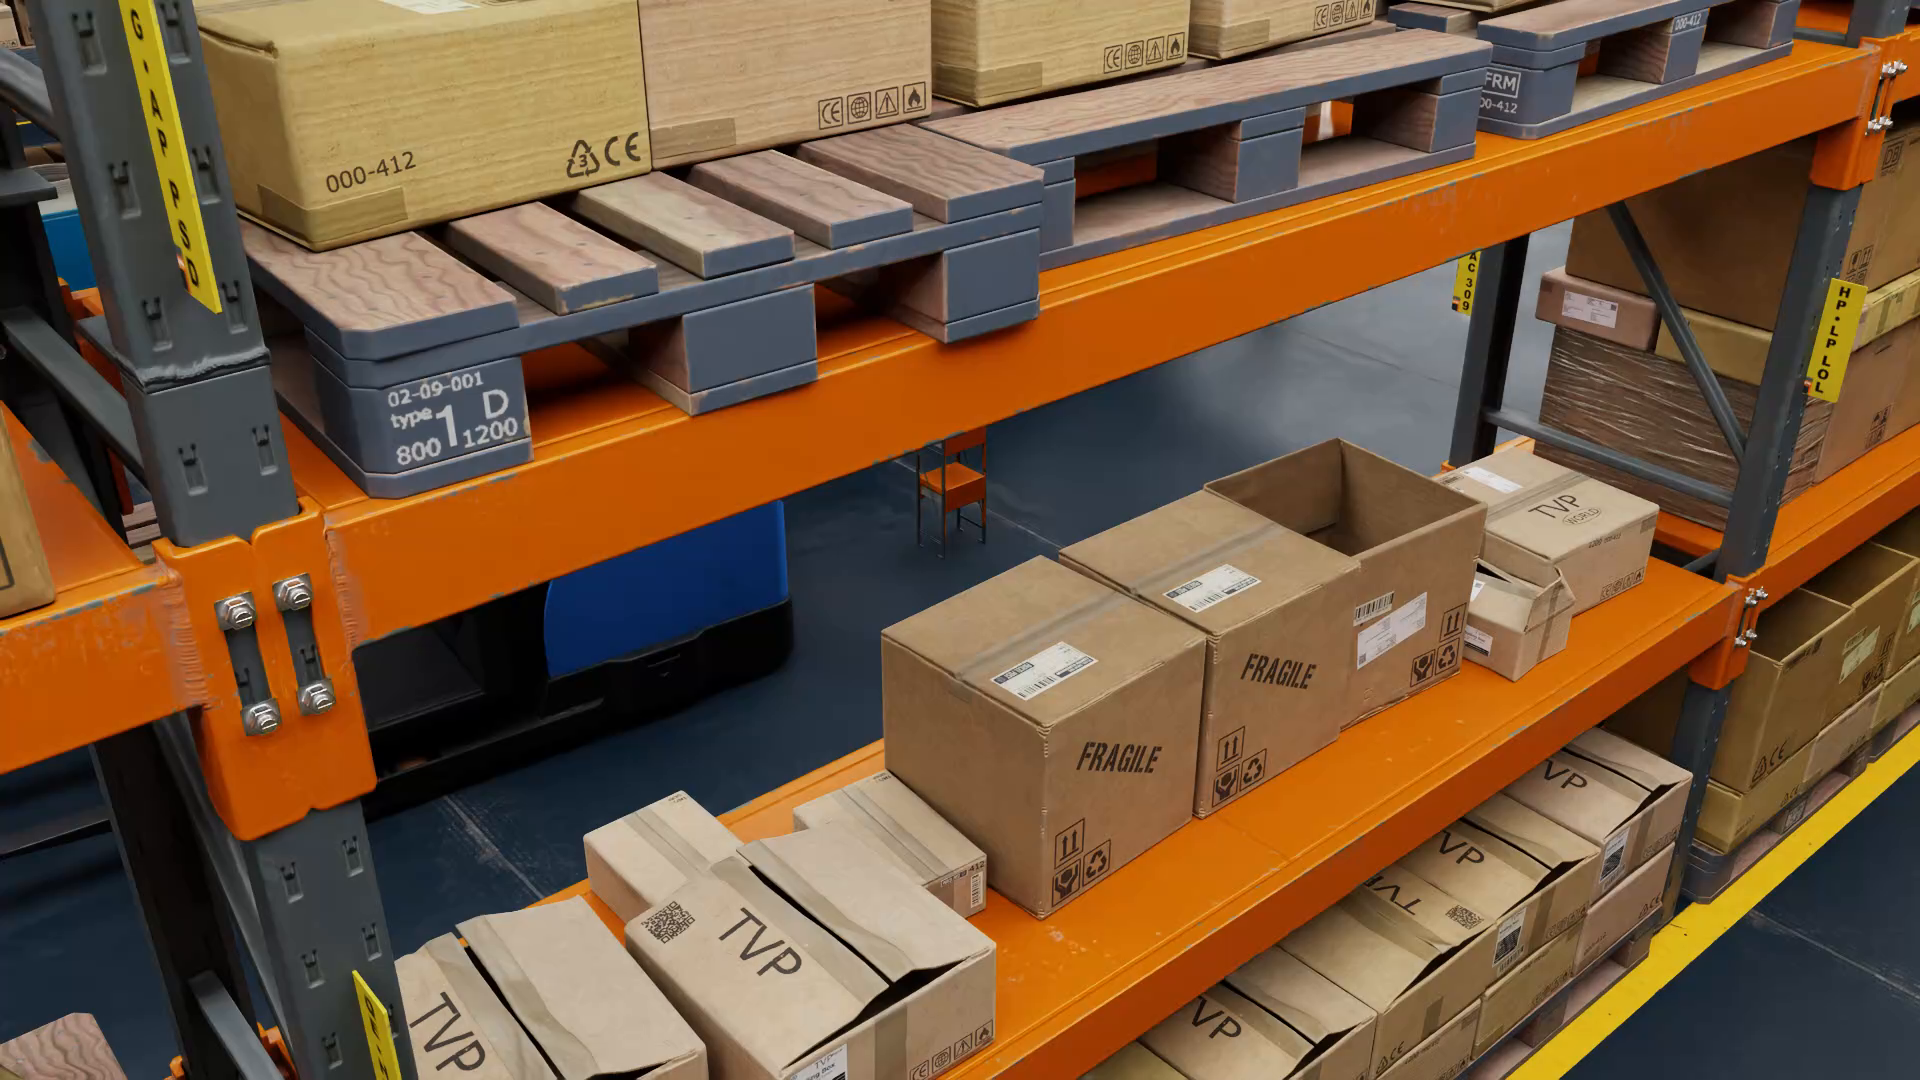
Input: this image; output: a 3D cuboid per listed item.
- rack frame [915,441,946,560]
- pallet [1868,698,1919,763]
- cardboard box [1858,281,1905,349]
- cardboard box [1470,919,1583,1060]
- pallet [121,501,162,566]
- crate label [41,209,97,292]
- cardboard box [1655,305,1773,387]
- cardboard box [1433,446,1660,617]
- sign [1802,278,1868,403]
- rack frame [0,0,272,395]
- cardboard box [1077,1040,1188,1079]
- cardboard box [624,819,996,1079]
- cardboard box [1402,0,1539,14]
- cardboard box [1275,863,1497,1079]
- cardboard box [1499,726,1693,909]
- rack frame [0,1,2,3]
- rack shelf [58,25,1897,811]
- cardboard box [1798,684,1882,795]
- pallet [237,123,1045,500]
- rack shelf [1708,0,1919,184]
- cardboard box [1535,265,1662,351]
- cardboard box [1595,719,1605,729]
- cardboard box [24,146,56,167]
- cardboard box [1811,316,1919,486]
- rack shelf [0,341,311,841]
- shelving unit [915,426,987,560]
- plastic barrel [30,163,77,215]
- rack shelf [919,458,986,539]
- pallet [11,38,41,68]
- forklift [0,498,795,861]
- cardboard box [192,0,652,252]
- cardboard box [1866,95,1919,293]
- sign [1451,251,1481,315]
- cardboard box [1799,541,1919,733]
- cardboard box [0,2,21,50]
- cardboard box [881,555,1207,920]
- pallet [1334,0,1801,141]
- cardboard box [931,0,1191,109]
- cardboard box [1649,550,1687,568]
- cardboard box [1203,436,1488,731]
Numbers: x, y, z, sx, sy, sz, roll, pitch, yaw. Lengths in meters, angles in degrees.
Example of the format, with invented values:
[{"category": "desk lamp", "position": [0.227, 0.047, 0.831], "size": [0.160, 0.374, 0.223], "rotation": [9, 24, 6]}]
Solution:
[{"category": "rack frame", "position": [-0.134, -0.409, 7.402], "size": [0.008, 1.050, 0.200], "rotation": [-22, 35, -35]}, {"category": "pallet", "position": [3.517, 0.383, 6.810], "size": [1.213, 0.211, 1.003], "rotation": [-22, 35, -35]}, {"category": "cardboard box", "position": [2.672, -0.743, 5.163], "size": [0.250, 0.149, 0.380], "rotation": [-23, 36, -36]}, {"category": "cardboard box", "position": [1.443, 1.169, 4.852], "size": [0.500, 0.250, 0.500], "rotation": [-23, 35, -36]}, {"category": "pallet", "position": [-3.685, 0.210, 7.134], "size": [1.213, 0.211, 1.003], "rotation": [-22, 35, -35]}, {"category": "crate label", "position": [-3.368, -1.020, 6.438], "size": [0.616, 0.435, 0.502], "rotation": [-22, 35, -35]}, {"category": "cardboard box", "position": [2.286, -0.587, 4.871], "size": [0.250, 0.149, 0.380], "rotation": [-22, 35, -35]}, {"category": "cardboard box", "position": [1.610, -0.011, 4.748], "size": [0.500, 0.250, 0.500], "rotation": [-19, 34, -32]}, {"category": "sign", "position": [2.315, -0.528, 4.411], "size": [0.005, 0.325, 0.100], "rotation": [-22, 35, -35]}, {"category": "rack frame", "position": [-1.087, -1.666, 1.320], "size": [0.127, 3.000, 1.000], "rotation": [-22, 35, -35]}, {"category": "cardboard box", "position": [0.286, 1.386, 3.850], "size": [0.500, 0.311, 0.500], "rotation": [-23, 36, -36]}, {"category": "cardboard box", "position": [-0.281, 0.815, 3.137], "size": [0.500, 0.311, 0.500], "rotation": [-22, 35, -35]}, {"category": "cardboard box", "position": [1.065, -1.332, 3.590], "size": [0.500, 0.250, 0.500], "rotation": [24, 37, 38]}, {"category": "cardboard box", "position": [1.061, 1.076, 4.430], "size": [0.500, 0.311, 0.500], "rotation": [-22, 35, -35]}, {"category": "cardboard box", "position": [1.834, 0.763, 5.016], "size": [0.500, 0.311, 0.500], "rotation": [-22, 35, -35]}, {"category": "rack frame", "position": [-10.903, -7.350, 18.321], "size": [0.127, 3.000, 1.000], "rotation": [-22, 35, -35]}, {"category": "rack shelf", "position": [0.434, -0.637, 3.341], "size": [4.000, 0.370, 1.077], "rotation": [-22, 35, -35]}, {"category": "cardboard box", "position": [2.889, 0.600, 5.917], "size": [0.500, 0.250, 0.500], "rotation": [-22, 35, -35]}, {"category": "pallet", "position": [-0.629, -0.499, 2.520], "size": [1.003, 0.211, 1.213], "rotation": [-20, 34, -33]}, {"category": "rack shelf", "position": [3.477, -1.861, 5.631], "size": [4.000, 0.370, 1.077], "rotation": [-22, 35, -35]}, {"category": "cardboard box", "position": [2.024, -0.734, 5.146], "size": [0.250, 0.149, 0.380], "rotation": [-22, 35, -35]}, {"category": "cardboard box", "position": [2.167, 0.564, 5.984], "size": [0.500, 0.250, 0.500], "rotation": [-22, 35, -35]}, {"category": "cardboard box", "position": [-6.177, -2.227, 10.920], "size": [0.500, 0.500, 0.700], "rotation": [-19, 33, -31]}, {"category": "cardboard box", "position": [2.686, -0.589, 5.564], "size": [0.500, 0.500, 0.700], "rotation": [-22, 35, -35]}, {"category": "rack shelf", "position": [-2.609, 0.586, 1.051], "size": [4.000, 0.370, 1.077], "rotation": [-22, 35, -35]}, {"category": "shelving unit", "position": [-0.041, -0.447, 7.472], "size": [0.252, 1.050, 0.215], "rotation": [-22, 35, -35]}, {"category": "plastic barrel", "position": [-3.655, -1.238, 6.765], "size": [0.421, 0.512, 0.421], "rotation": [0, 28, 0]}, {"category": "rack shelf", "position": [-0.041, -0.192, 7.608], "size": [0.240, 0.259, 0.215], "rotation": [-22, 35, -35]}, {"category": "pallet", "position": [-6.035, -3.109, 10.588], "size": [1.213, 0.211, 1.003], "rotation": [-22, 35, -35]}, {"category": "forklift", "position": [-2.175, -0.582, 5.729], "size": [3.031, 2.935, 1.130], "rotation": [-18, 33, -30]}, {"category": "cardboard box", "position": [-0.778, -0.621, 2.260], "size": [0.500, 0.250, 0.500], "rotation": [-25, 37, -38]}, {"category": "cardboard box", "position": [2.673, -1.153, 5.242], "size": [0.500, 0.500, 0.700], "rotation": [-22, 35, -35]}, {"category": "sign", "position": [1.594, -0.859, 5.172], "size": [0.005, 0.325, 0.100], "rotation": [-22, 35, -35]}, {"category": "cardboard box", "position": [2.887, 0.268, 5.743], "size": [0.500, 0.500, 0.500], "rotation": [-22, 35, -35]}, {"category": "cardboard box", "position": [-6.090, -3.122, 10.124], "size": [0.500, 0.250, 0.500], "rotation": [-23, 36, -36]}, {"category": "cardboard box", "position": [0.179, 0.417, 3.681], "size": [0.500, 0.500, 0.500], "rotation": [-24, 36, -37]}, {"category": "pallet", "position": [1.293, -1.208, 3.848], "size": [1.217, 0.209, 0.805], "rotation": [-24, 36, -37]}, {"category": "cardboard box", "position": [0.051, -0.959, 2.892], "size": [0.500, 0.250, 0.500], "rotation": [-23, 36, -36]}, {"category": "cardboard box", "position": [2.555, 0.084, 6.086], "size": [0.500, 0.500, 0.500], "rotation": [-22, 35, -35]}, {"category": "cardboard box", "position": [0.960, 0.103, 4.269], "size": [0.500, 0.500, 0.500], "rotation": [-19, 34, -31]}]
